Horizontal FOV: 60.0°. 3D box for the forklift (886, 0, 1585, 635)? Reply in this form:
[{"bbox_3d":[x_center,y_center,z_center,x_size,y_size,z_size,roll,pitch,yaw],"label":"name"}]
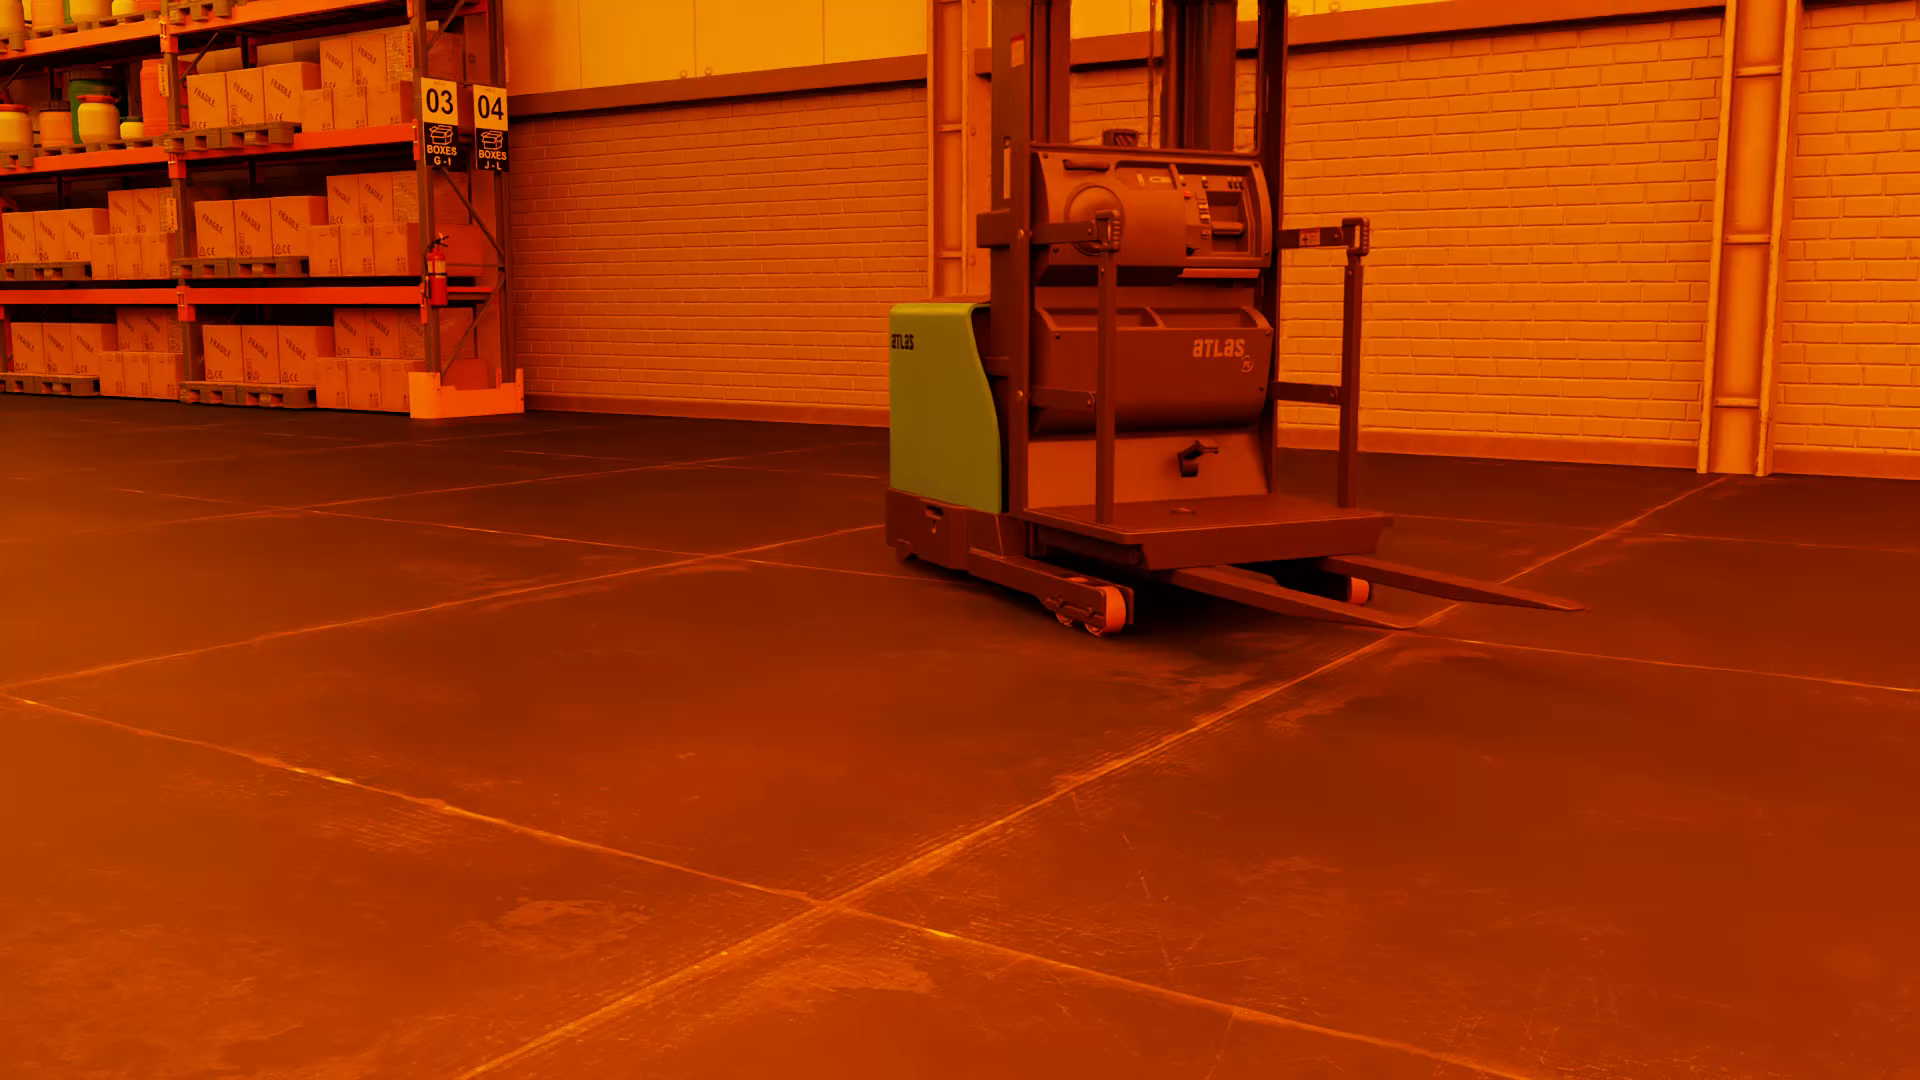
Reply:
[{"bbox_3d":[0.795,-1.210,5.701,1.130,2.935,3.031,-4,9,-26],"label":"forklift"}]
